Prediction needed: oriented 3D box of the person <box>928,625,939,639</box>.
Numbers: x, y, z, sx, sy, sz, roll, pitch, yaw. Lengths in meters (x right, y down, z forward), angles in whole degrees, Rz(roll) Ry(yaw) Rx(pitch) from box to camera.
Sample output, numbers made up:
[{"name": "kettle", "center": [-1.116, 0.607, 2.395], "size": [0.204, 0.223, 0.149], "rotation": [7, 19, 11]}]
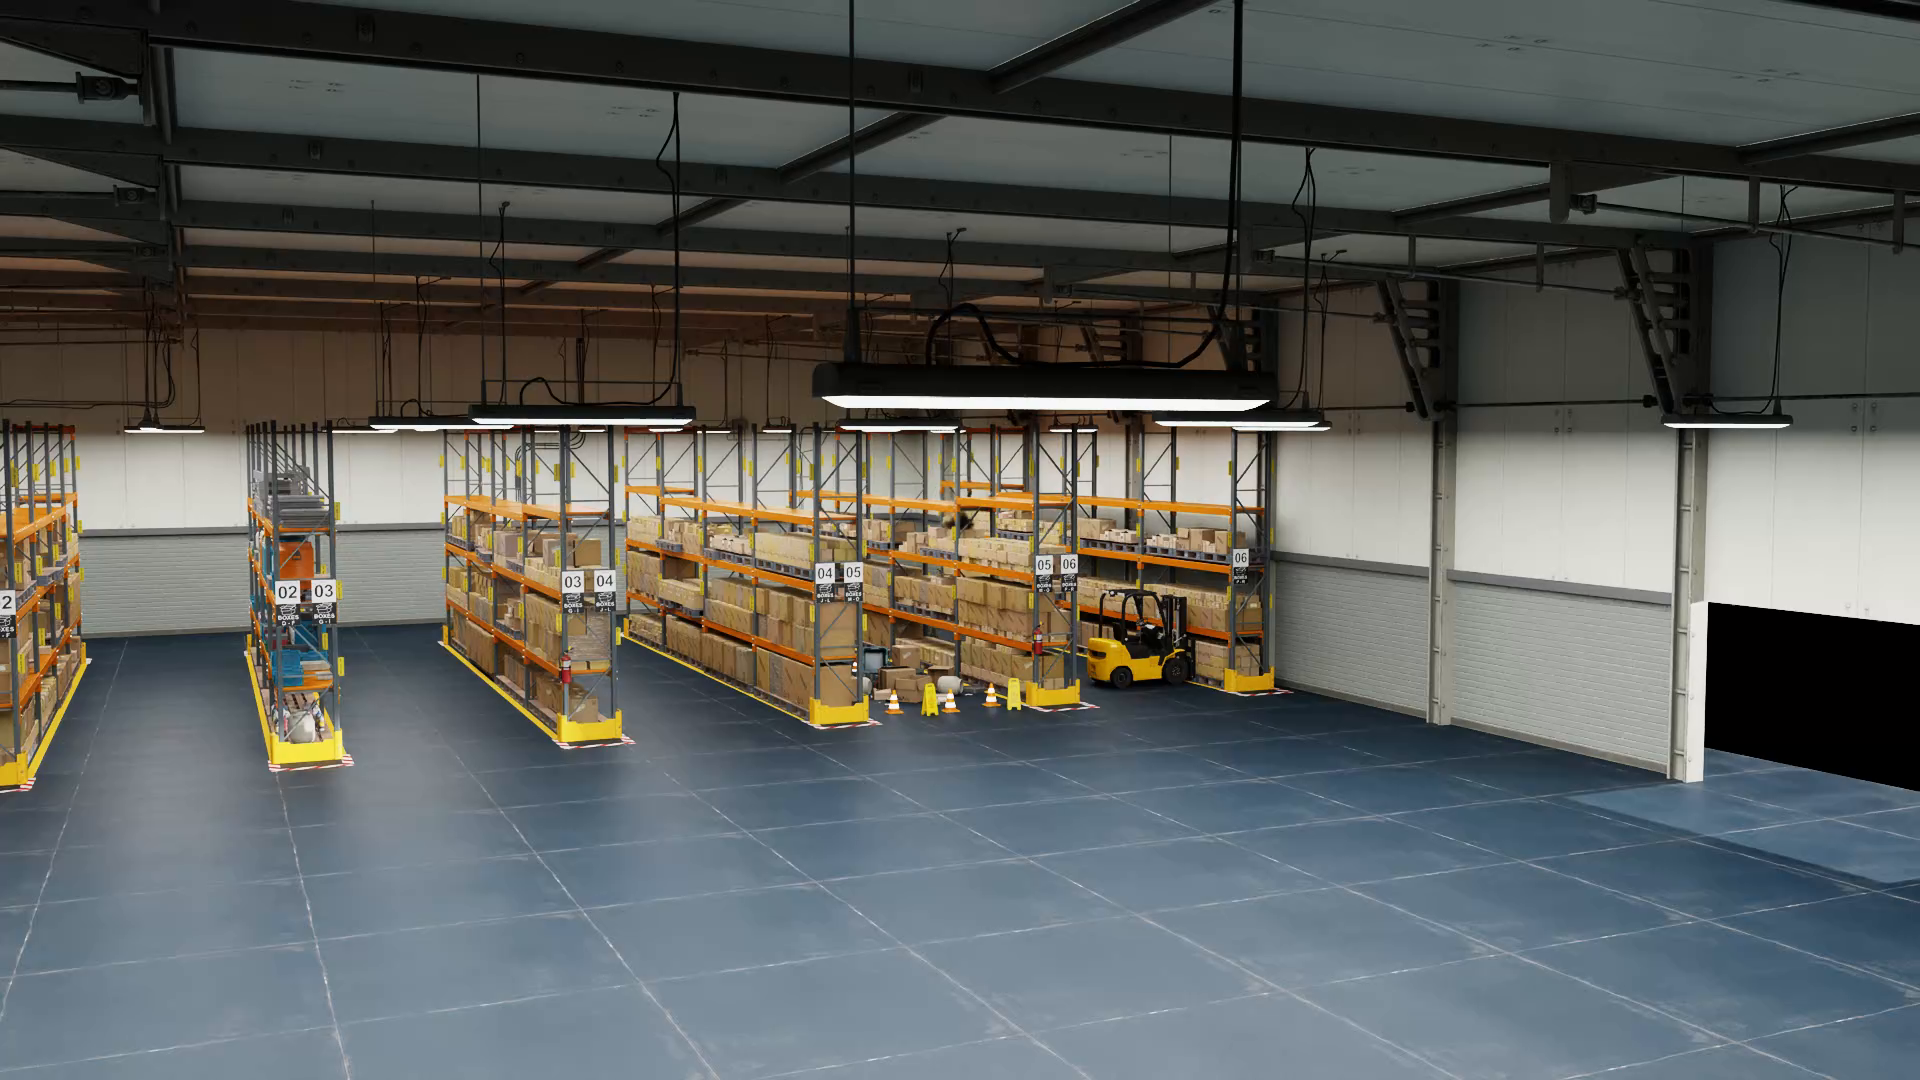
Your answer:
[{"name": "person", "center": [-0.810, 1.967, 46.181], "size": [0.727, 1.796, 0.754], "rotation": [-1, 4, -20]}]
